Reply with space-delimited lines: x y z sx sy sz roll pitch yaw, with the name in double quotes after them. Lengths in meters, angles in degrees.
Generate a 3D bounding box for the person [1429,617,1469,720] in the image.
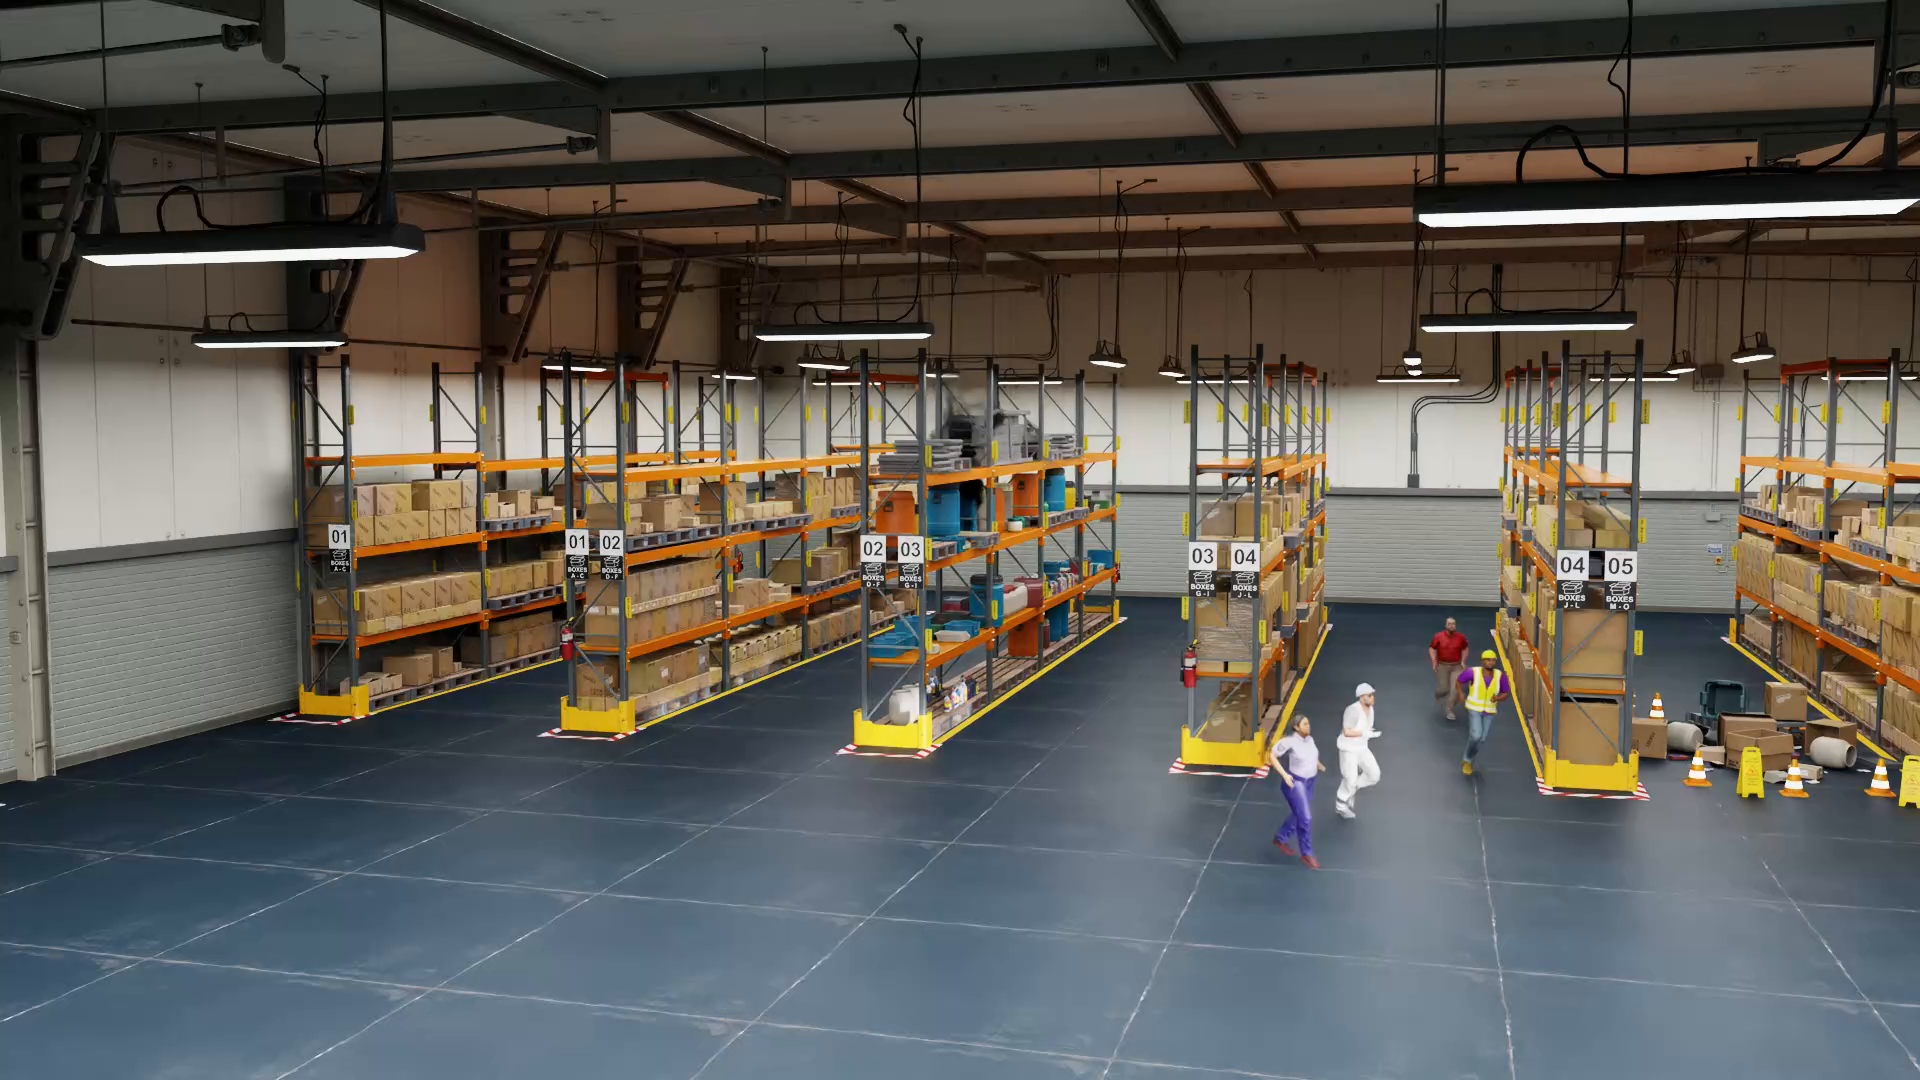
8.100 2.106 27.565 0.650 1.680 0.652 0 4 6 "person"

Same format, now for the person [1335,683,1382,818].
4.919 2.603 20.497 0.632 1.717 0.745 -3 5 -36 "person"

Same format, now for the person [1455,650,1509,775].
7.300 2.410 23.220 0.675 1.788 0.665 0 4 -2 "person"

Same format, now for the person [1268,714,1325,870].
3.795 2.788 18.609 0.611 1.693 0.766 -4 6 -44 "person"
